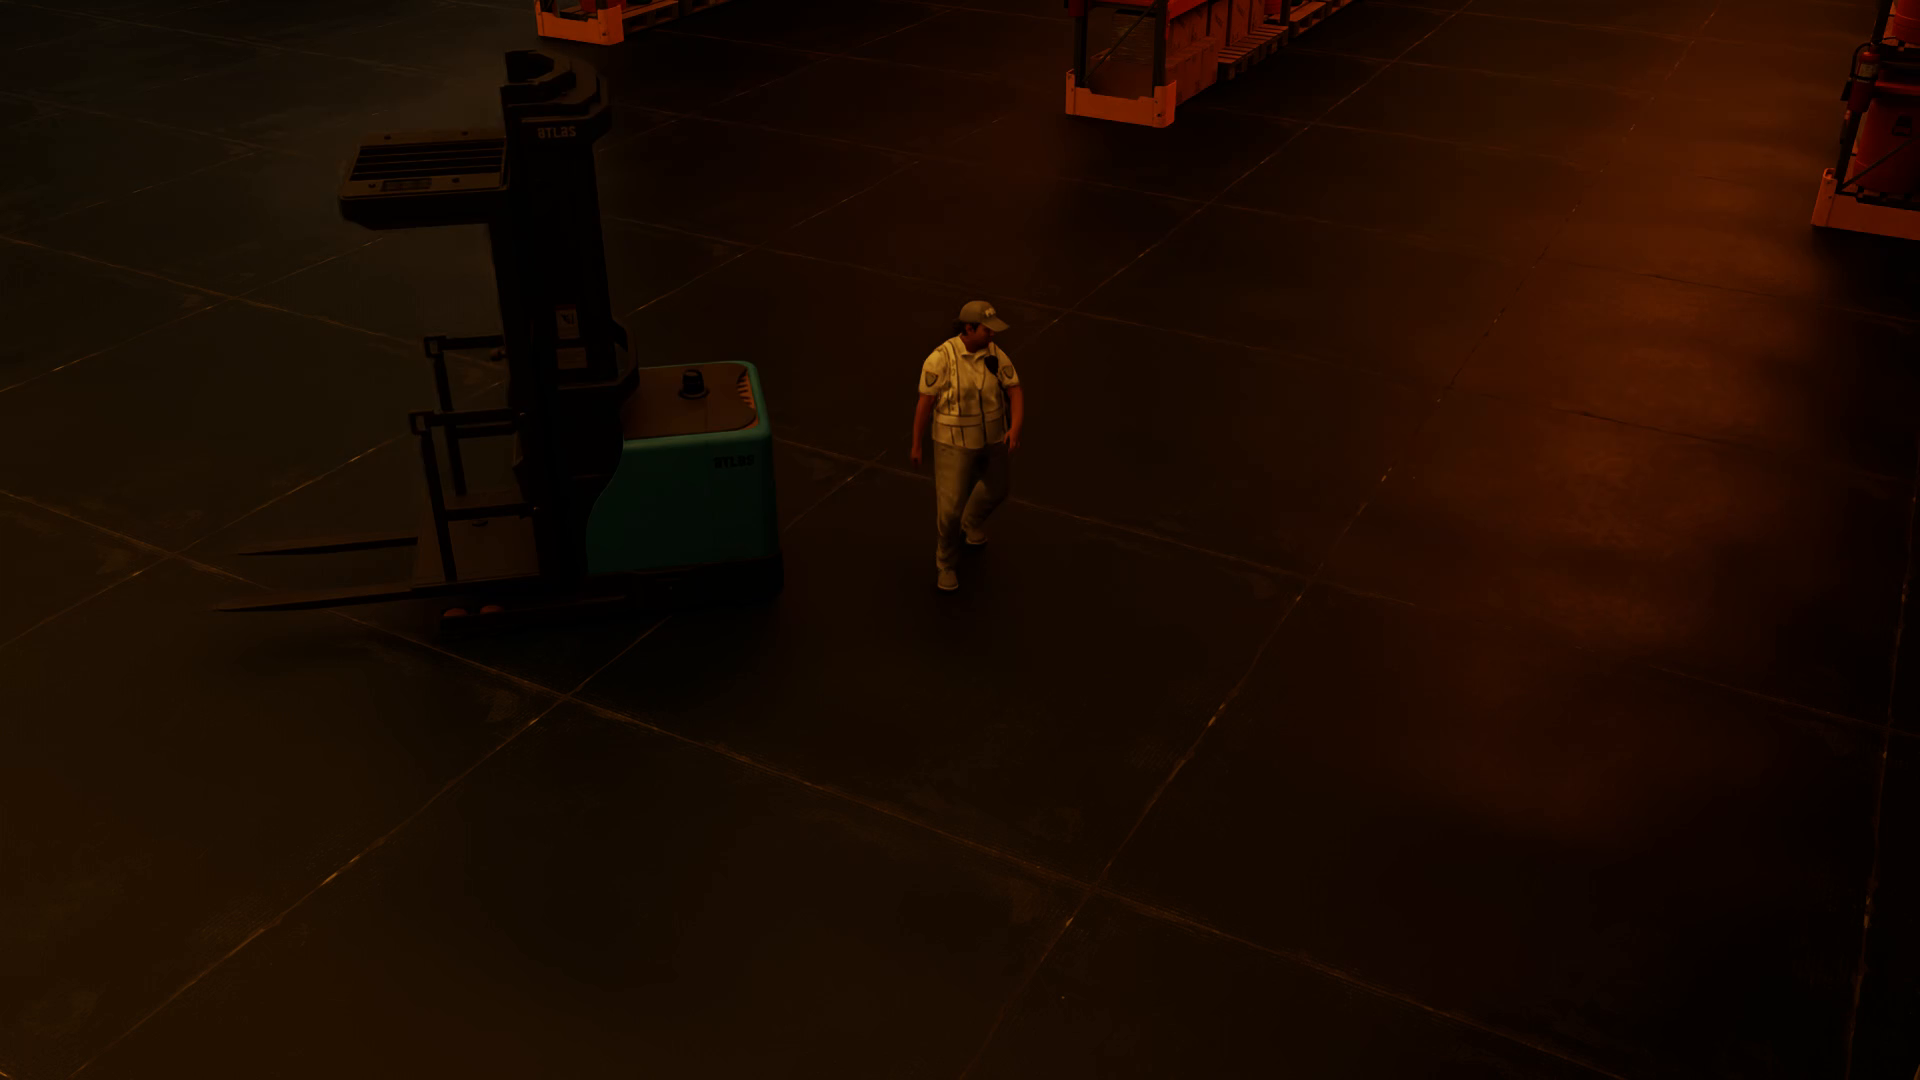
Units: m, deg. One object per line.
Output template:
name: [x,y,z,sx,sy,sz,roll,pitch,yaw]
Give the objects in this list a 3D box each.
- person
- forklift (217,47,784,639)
person: [0.038,-0.544,9.373,0.651,1.578,0.769,-17,34,-27]
forklift: [-2.567,-1.017,8.832,3.031,2.935,1.130,-6,30,-10]
